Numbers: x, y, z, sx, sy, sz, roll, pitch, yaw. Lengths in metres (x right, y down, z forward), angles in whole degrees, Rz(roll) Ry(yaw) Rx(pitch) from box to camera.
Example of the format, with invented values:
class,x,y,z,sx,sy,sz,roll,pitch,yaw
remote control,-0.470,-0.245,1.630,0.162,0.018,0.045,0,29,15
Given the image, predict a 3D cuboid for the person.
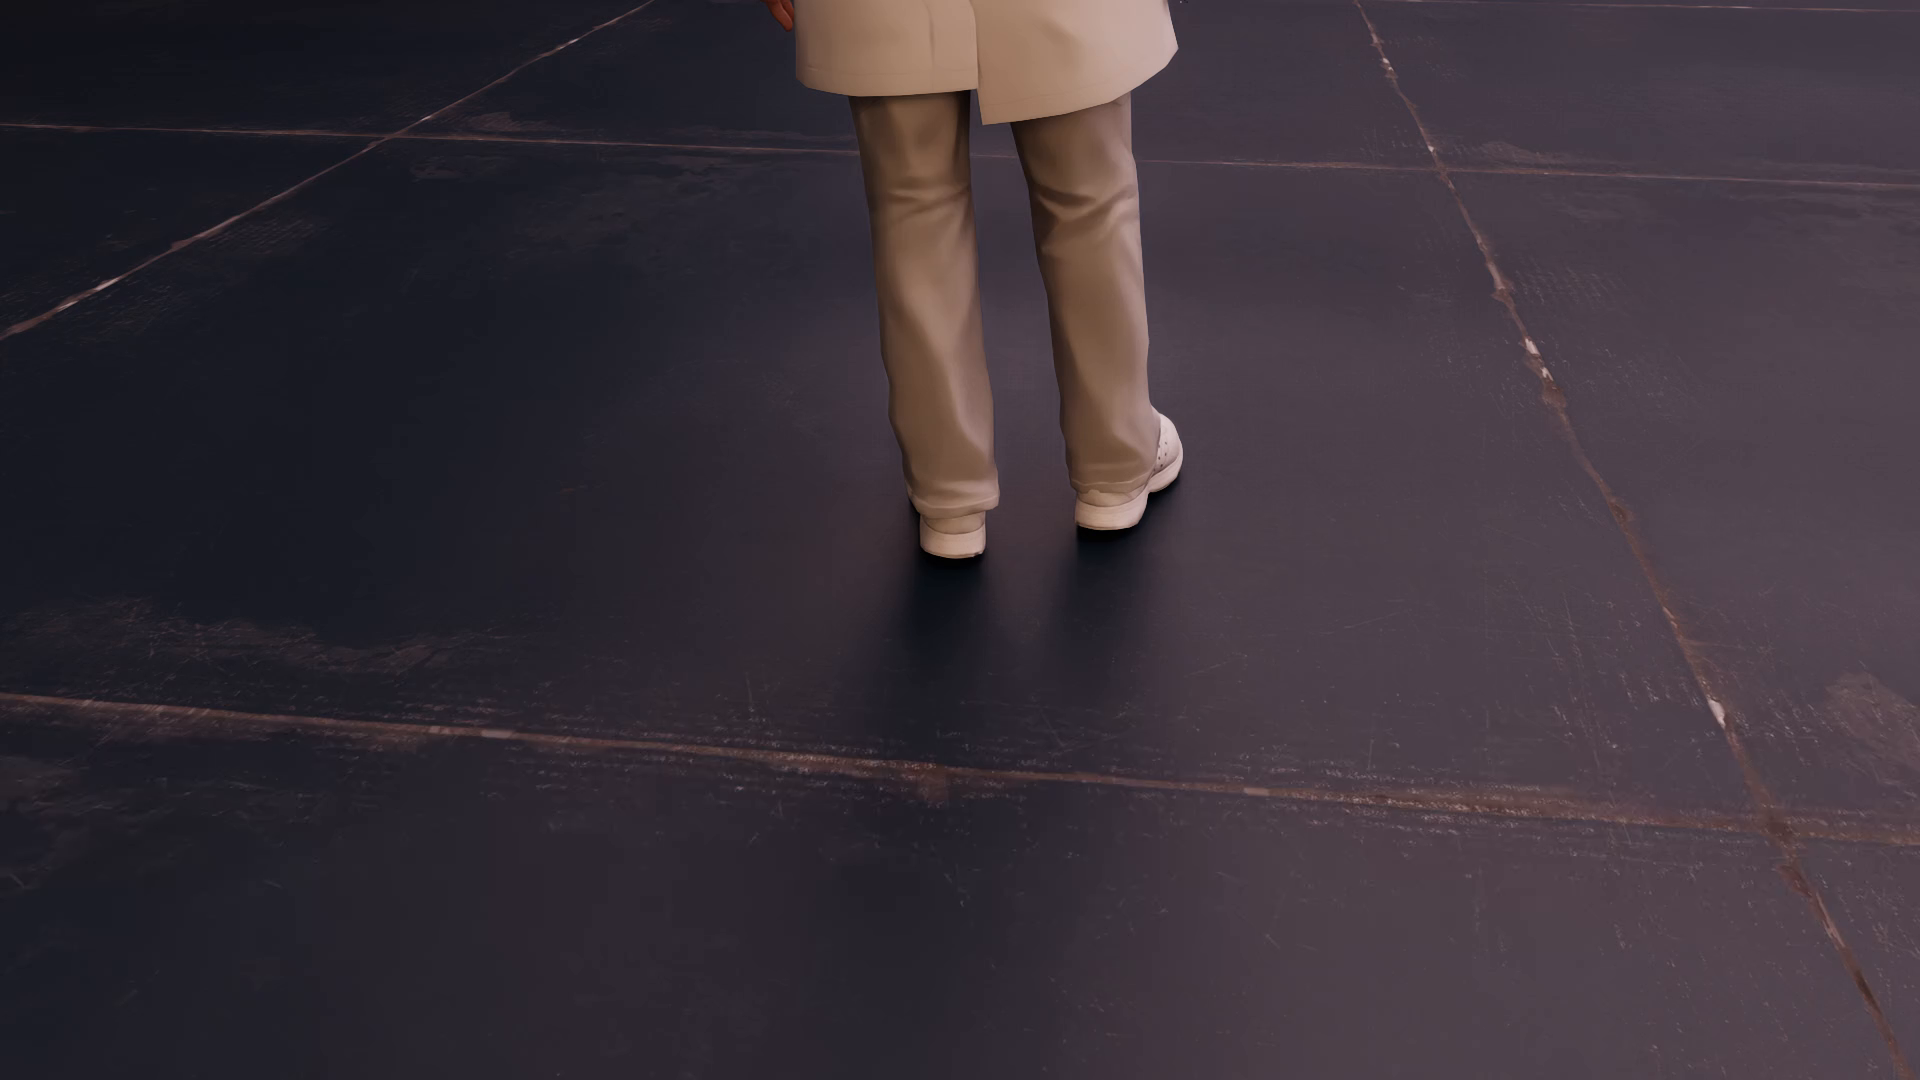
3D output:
class,x,y,z,sx,sy,sz,roll,pitch,yaw
person,0.017,-0.842,2.179,0.696,1.776,0.581,3,27,7
